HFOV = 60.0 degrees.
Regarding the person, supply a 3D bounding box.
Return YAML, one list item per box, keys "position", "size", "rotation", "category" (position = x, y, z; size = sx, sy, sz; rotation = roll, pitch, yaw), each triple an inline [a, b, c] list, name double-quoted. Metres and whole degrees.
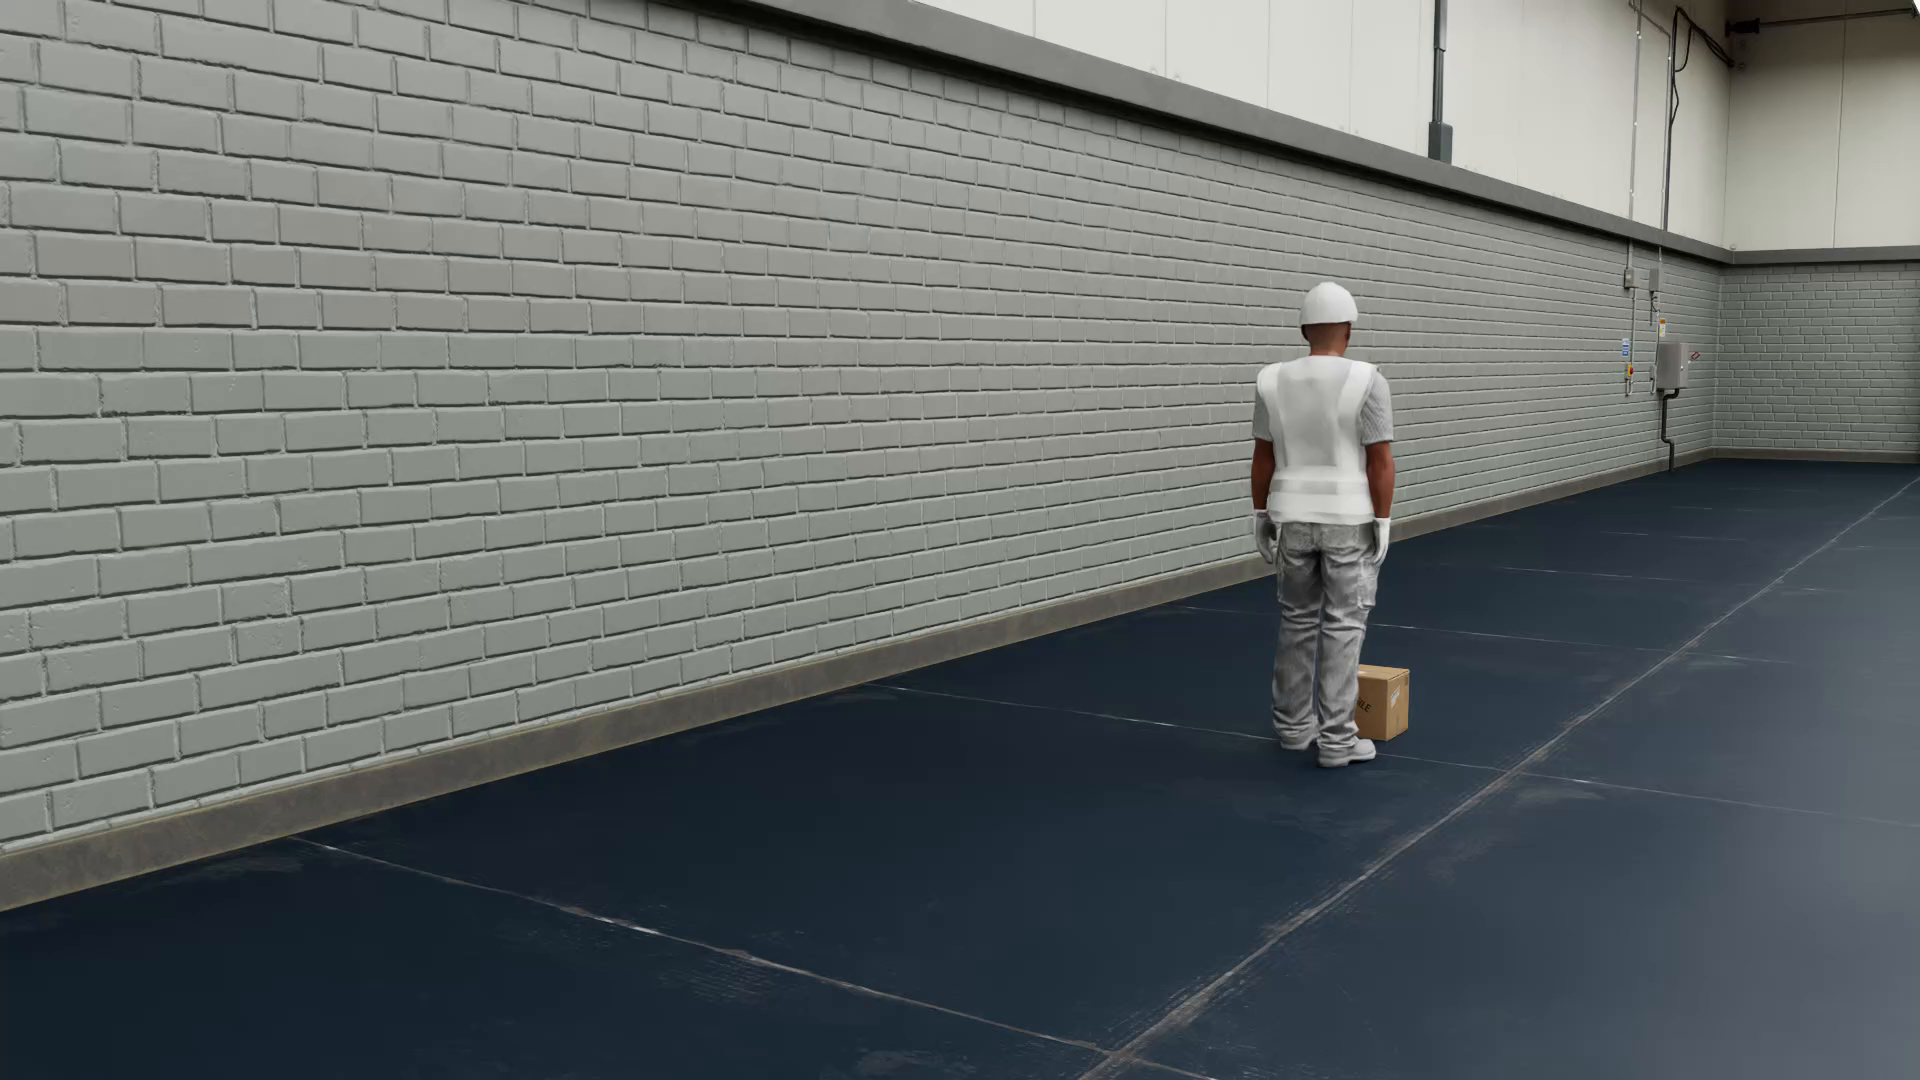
- position: [1.394, -0.068, 6.280]
  size: [0.556, 1.788, 0.480]
  rotation: [4, 8, 34]
  category: "person"
